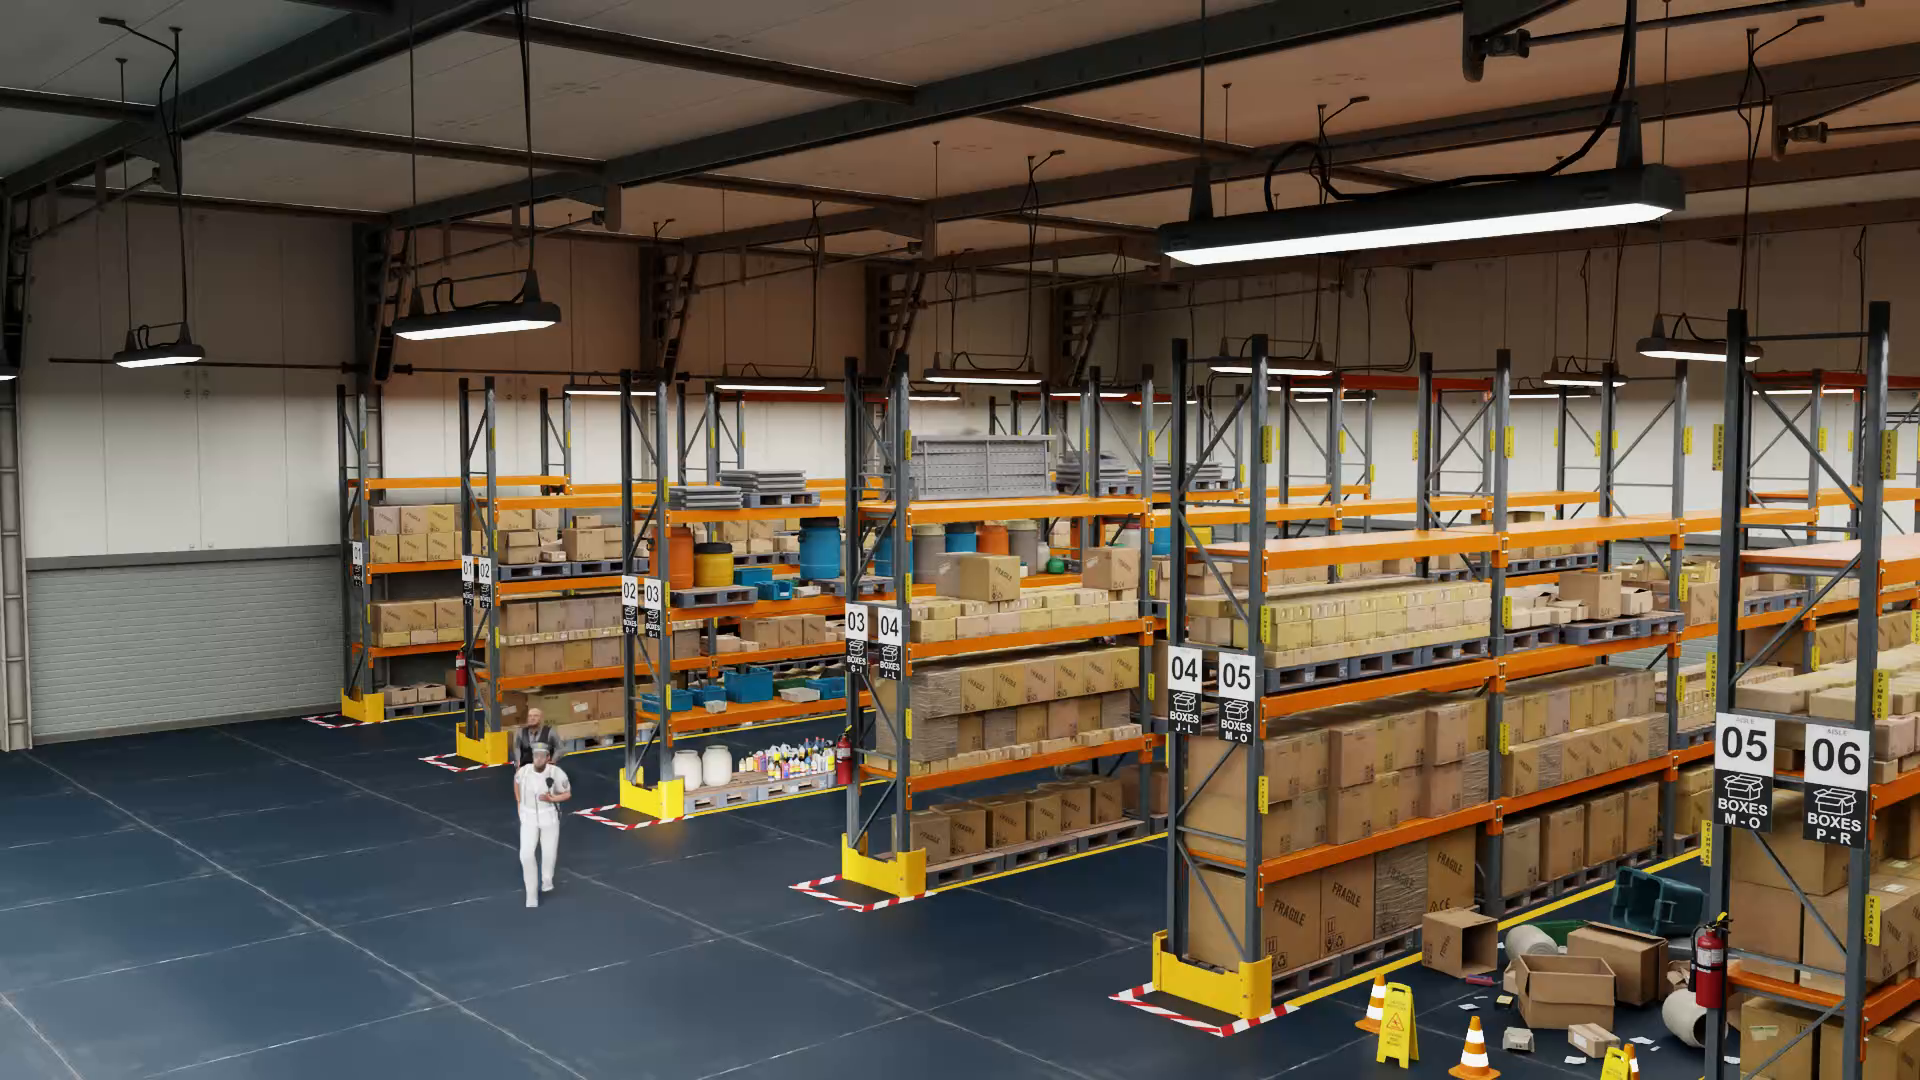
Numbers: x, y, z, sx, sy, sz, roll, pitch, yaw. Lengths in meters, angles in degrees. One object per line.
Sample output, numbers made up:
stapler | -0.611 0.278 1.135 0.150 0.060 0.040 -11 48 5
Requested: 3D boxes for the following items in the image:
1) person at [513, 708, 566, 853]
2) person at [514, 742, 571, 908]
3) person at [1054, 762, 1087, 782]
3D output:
person | -5.236 2.946 20.728 0.657 1.746 0.824 0 4 -6
person | -4.584 3.109 18.270 0.635 1.855 0.837 -1 4 -9
person | 1.498 2.778 23.195 0.591 1.737 0.698 -3 5 -42
